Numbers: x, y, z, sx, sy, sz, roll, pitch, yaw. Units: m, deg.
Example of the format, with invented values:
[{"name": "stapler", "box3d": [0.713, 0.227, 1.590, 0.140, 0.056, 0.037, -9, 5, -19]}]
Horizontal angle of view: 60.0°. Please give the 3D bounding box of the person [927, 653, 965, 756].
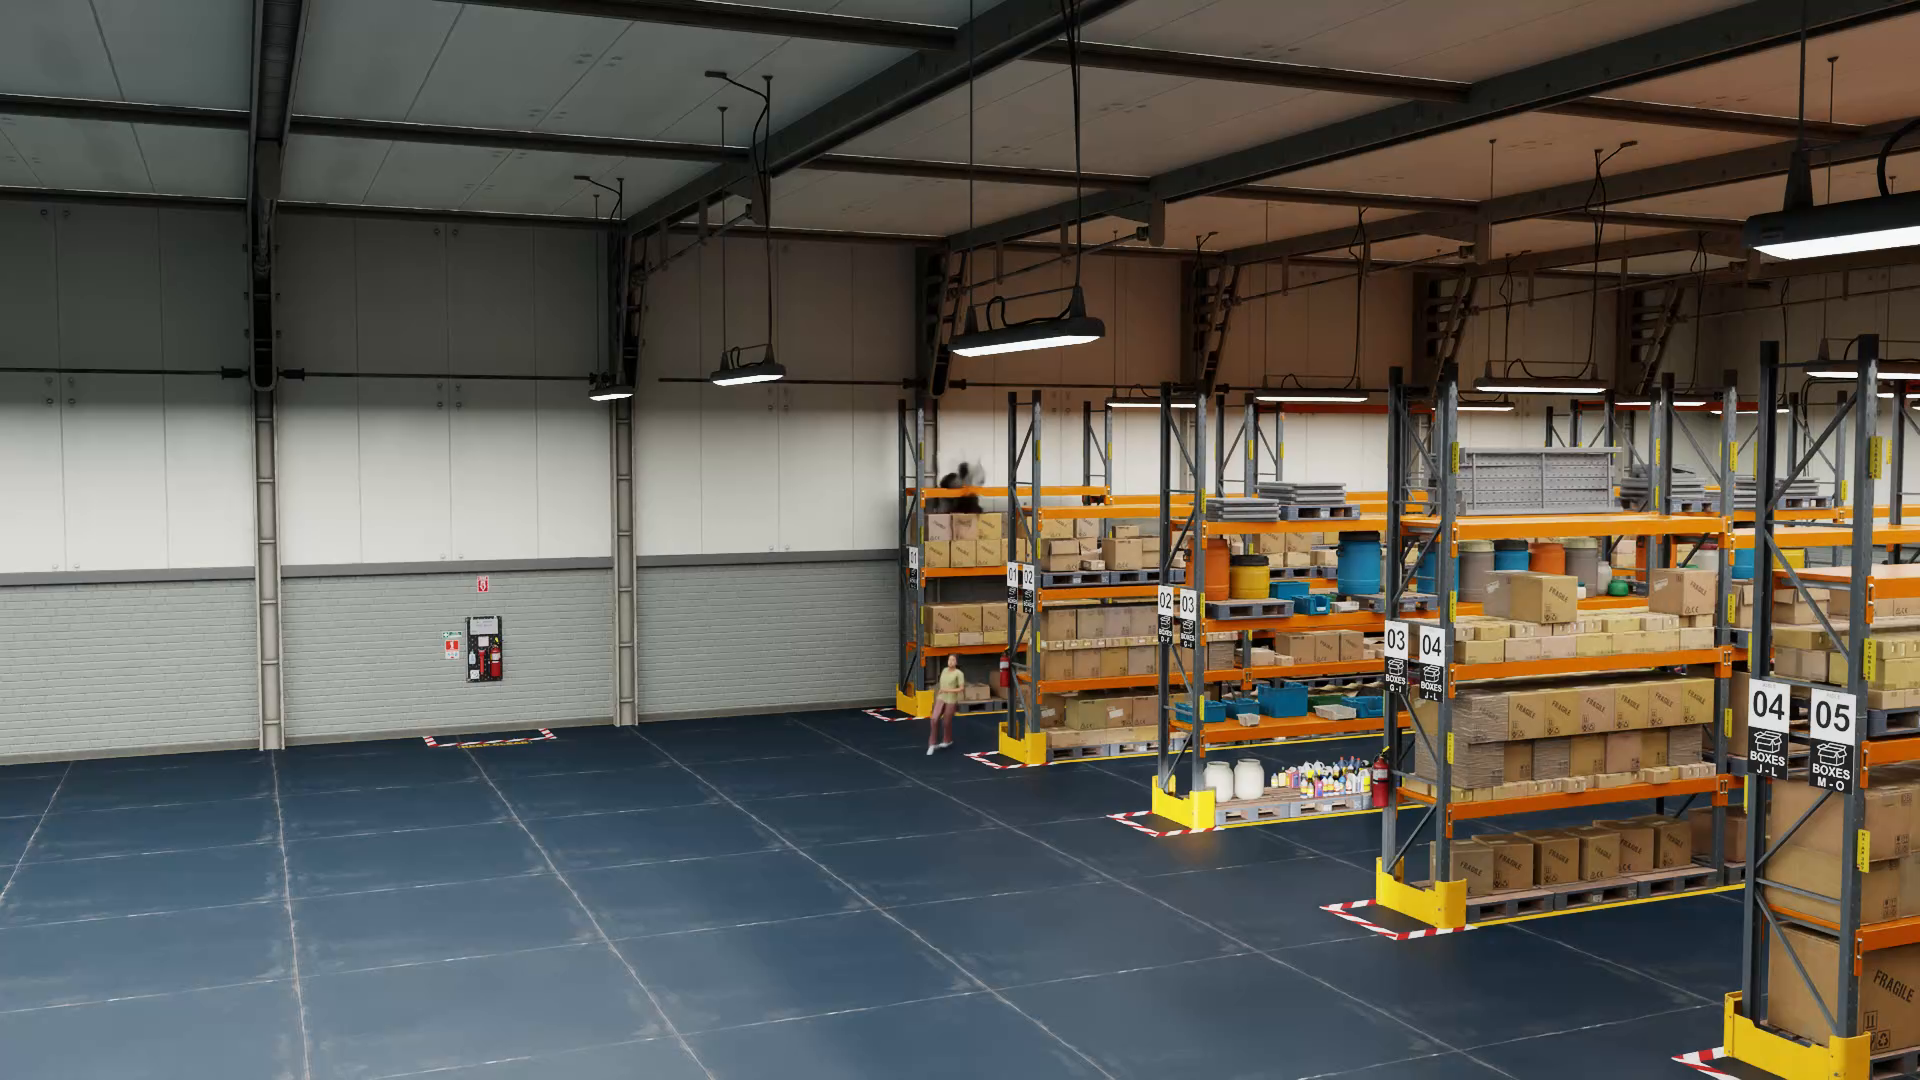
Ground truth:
[{"name": "person", "box3d": [-0.190, 2.708, 27.636, 0.577, 1.664, 0.811, 2, 4, 25]}]
